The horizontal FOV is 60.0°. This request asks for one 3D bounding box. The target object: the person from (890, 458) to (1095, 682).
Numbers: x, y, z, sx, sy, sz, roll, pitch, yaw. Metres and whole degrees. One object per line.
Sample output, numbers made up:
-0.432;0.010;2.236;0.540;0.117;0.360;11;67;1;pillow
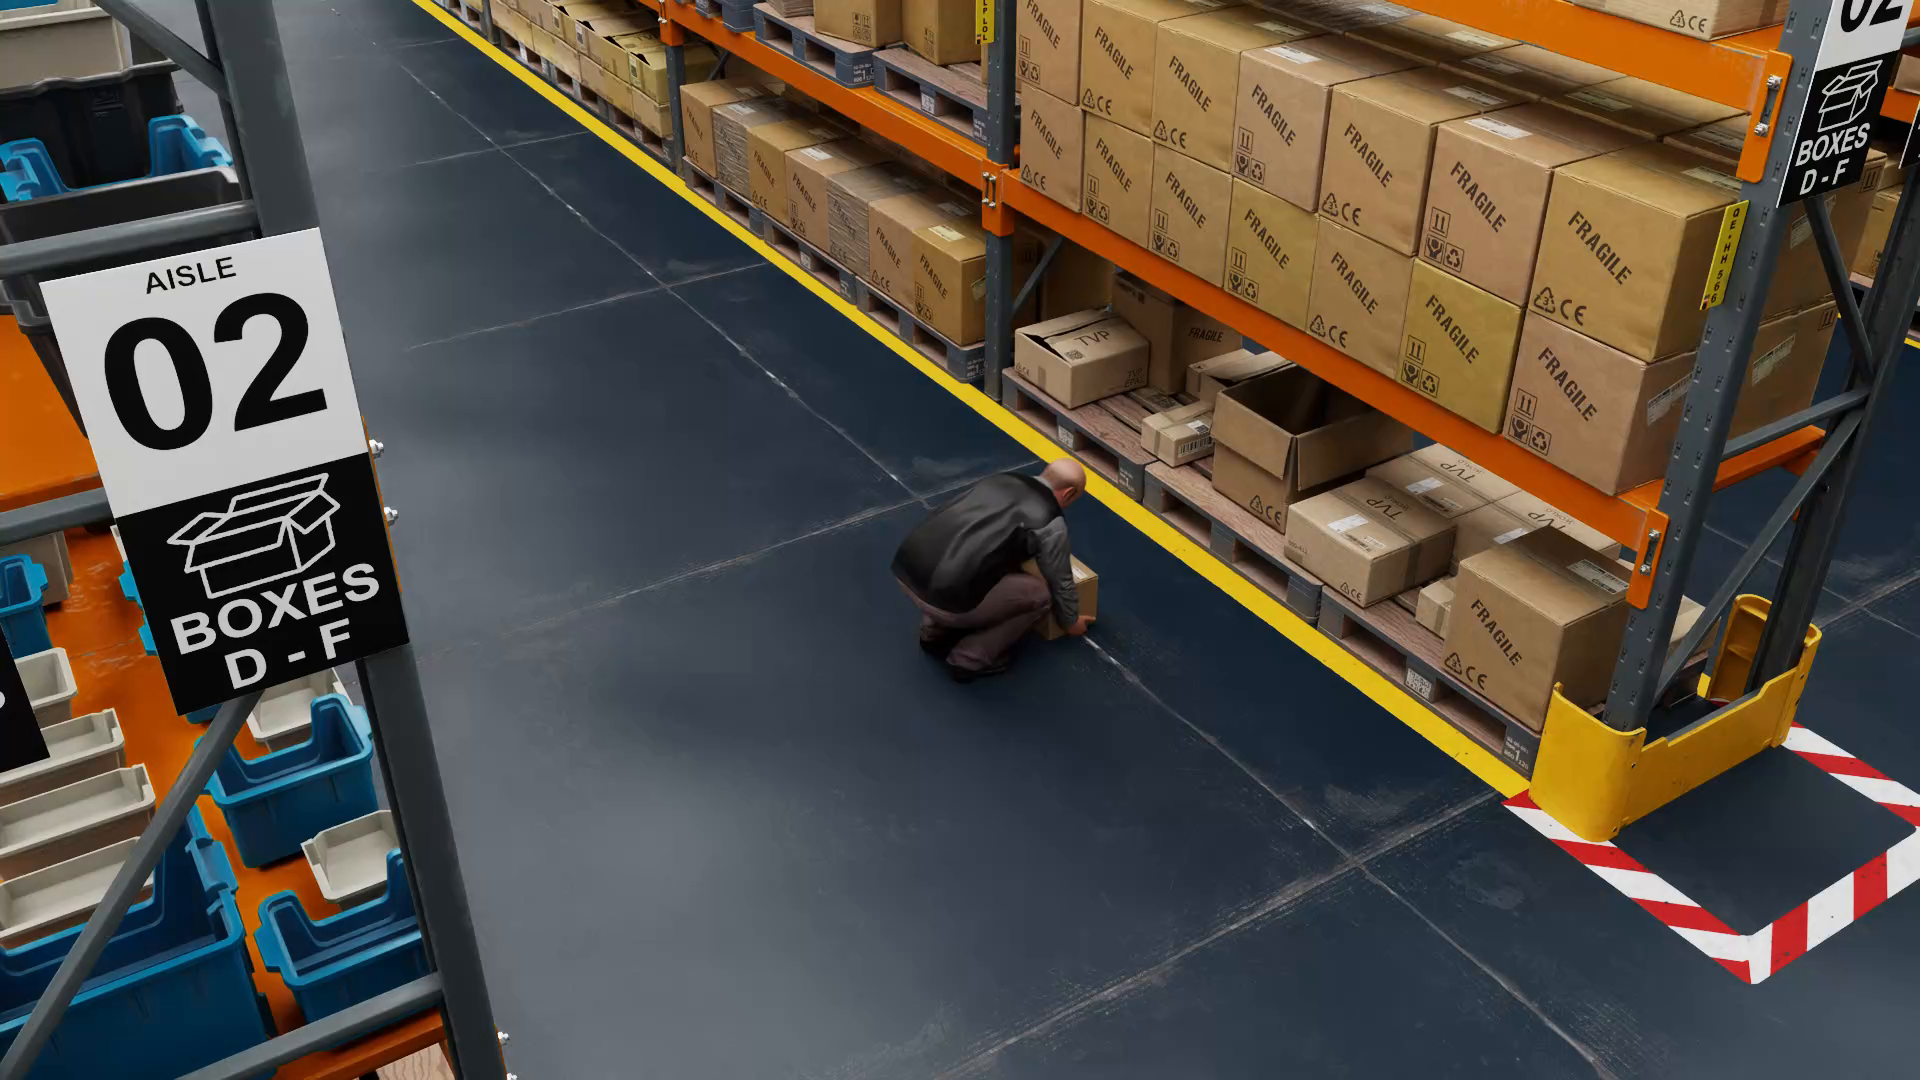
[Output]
0.156;0.138;6.911;0.919;0.823;0.518;-20;37;-28;person
